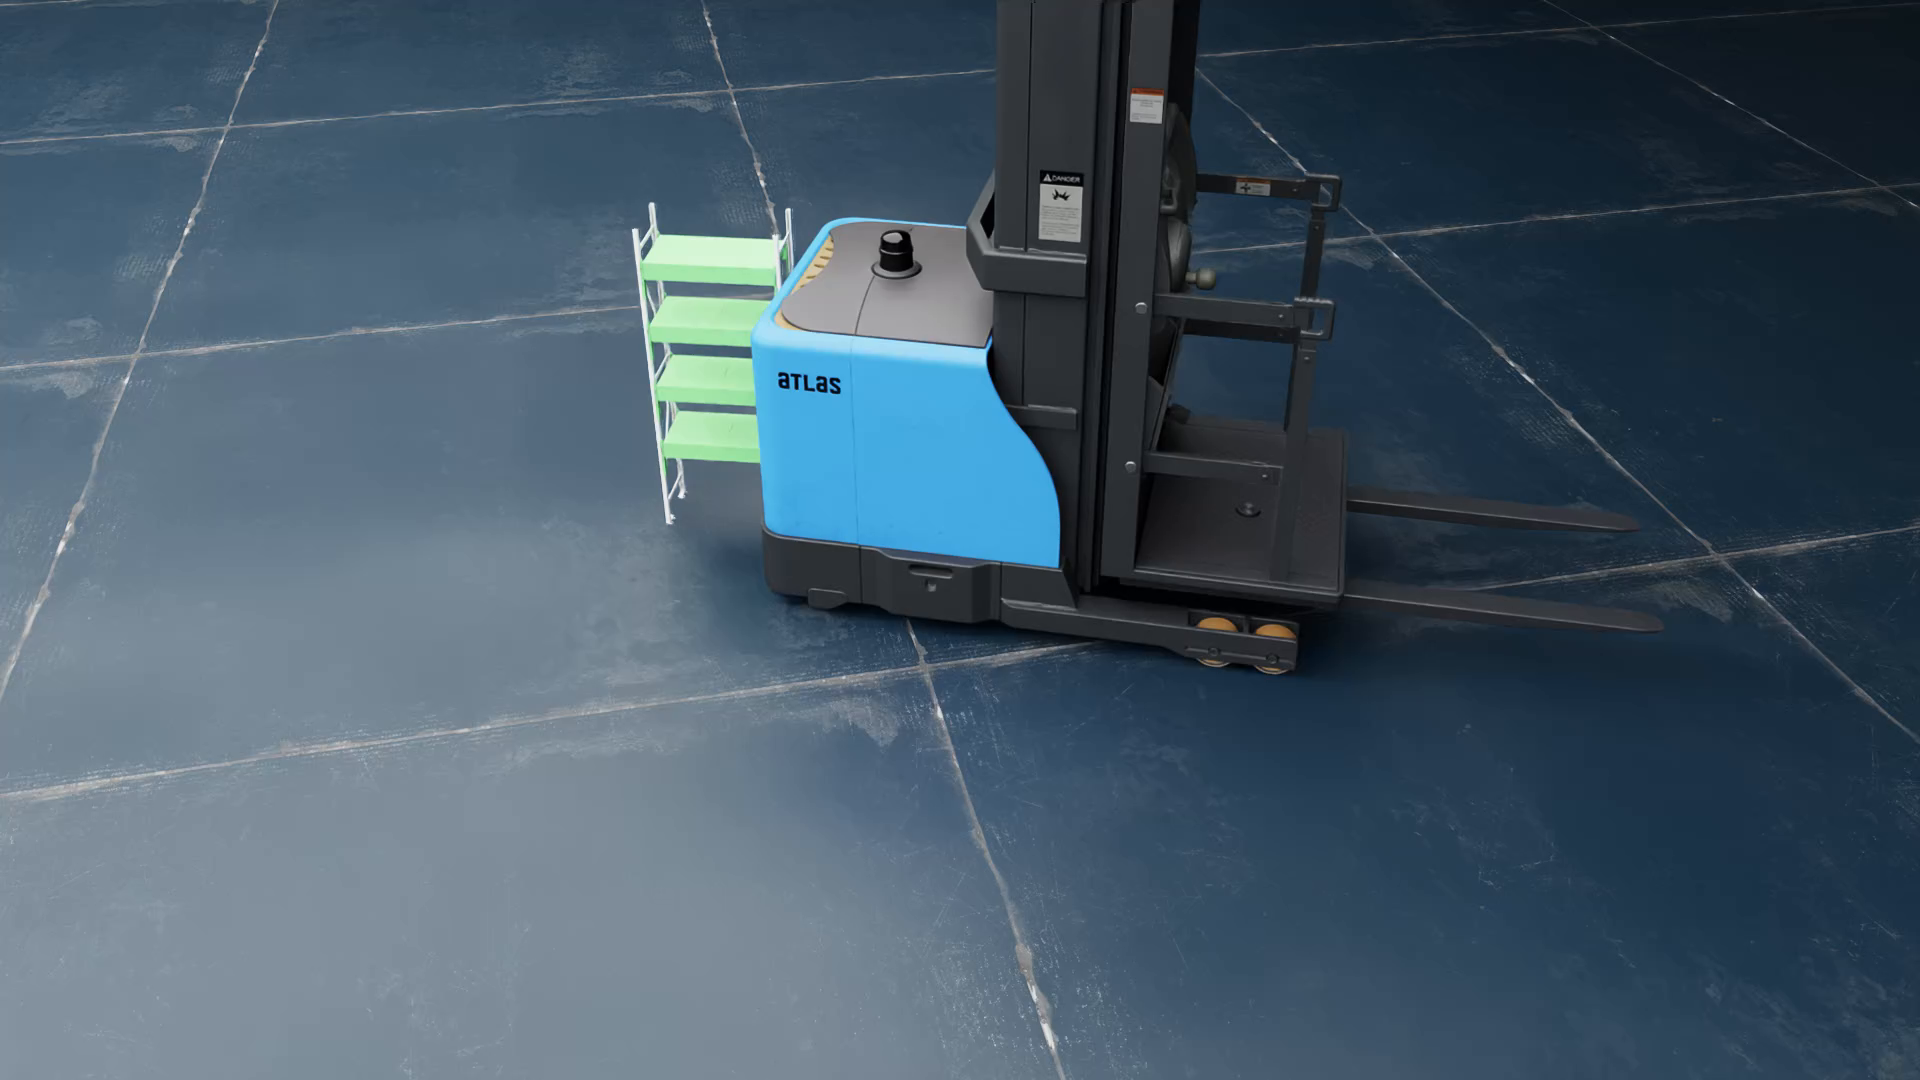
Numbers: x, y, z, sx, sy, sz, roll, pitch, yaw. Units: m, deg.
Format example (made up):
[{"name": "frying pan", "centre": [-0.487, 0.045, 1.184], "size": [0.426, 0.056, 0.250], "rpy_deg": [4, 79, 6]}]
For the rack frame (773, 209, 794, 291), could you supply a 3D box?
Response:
[{"name": "rack frame", "centre": [-0.613, -0.596, 6.062], "size": [0.015, 1.200, 0.240], "rpy_deg": [3, 34, 5]}]

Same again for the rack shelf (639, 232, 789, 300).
[{"name": "rack shelf", "centre": [-0.856, -0.956, 5.852], "size": [0.480, 0.148, 0.258], "rpy_deg": [3, 34, 5]}]

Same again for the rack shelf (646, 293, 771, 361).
[{"name": "rack shelf", "centre": [-0.856, -0.757, 5.986], "size": [0.480, 0.148, 0.258], "rpy_deg": [3, 34, 5]}]

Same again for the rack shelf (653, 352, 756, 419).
[{"name": "rack shelf", "centre": [-0.856, -0.558, 6.119], "size": [0.480, 0.148, 0.258], "rpy_deg": [3, 34, 5]}]

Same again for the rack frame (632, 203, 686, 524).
[{"name": "rack frame", "centre": [-1.099, -0.625, 6.105], "size": [0.015, 1.200, 0.240], "rpy_deg": [3, 34, 5]}]

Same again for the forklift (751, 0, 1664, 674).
[{"name": "forklift", "centre": [0.878, -1.091, 5.246], "size": [3.031, 2.935, 1.130], "rpy_deg": [7, 34, 10]}]

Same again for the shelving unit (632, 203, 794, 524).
[{"name": "shelving unit", "centre": [-0.856, -0.611, 6.084], "size": [0.503, 1.200, 0.258], "rpy_deg": [3, 34, 5]}]

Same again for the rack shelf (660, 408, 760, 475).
[{"name": "rack shelf", "centre": [-0.856, -0.359, 6.253], "size": [0.480, 0.148, 0.258], "rpy_deg": [3, 34, 5]}]
